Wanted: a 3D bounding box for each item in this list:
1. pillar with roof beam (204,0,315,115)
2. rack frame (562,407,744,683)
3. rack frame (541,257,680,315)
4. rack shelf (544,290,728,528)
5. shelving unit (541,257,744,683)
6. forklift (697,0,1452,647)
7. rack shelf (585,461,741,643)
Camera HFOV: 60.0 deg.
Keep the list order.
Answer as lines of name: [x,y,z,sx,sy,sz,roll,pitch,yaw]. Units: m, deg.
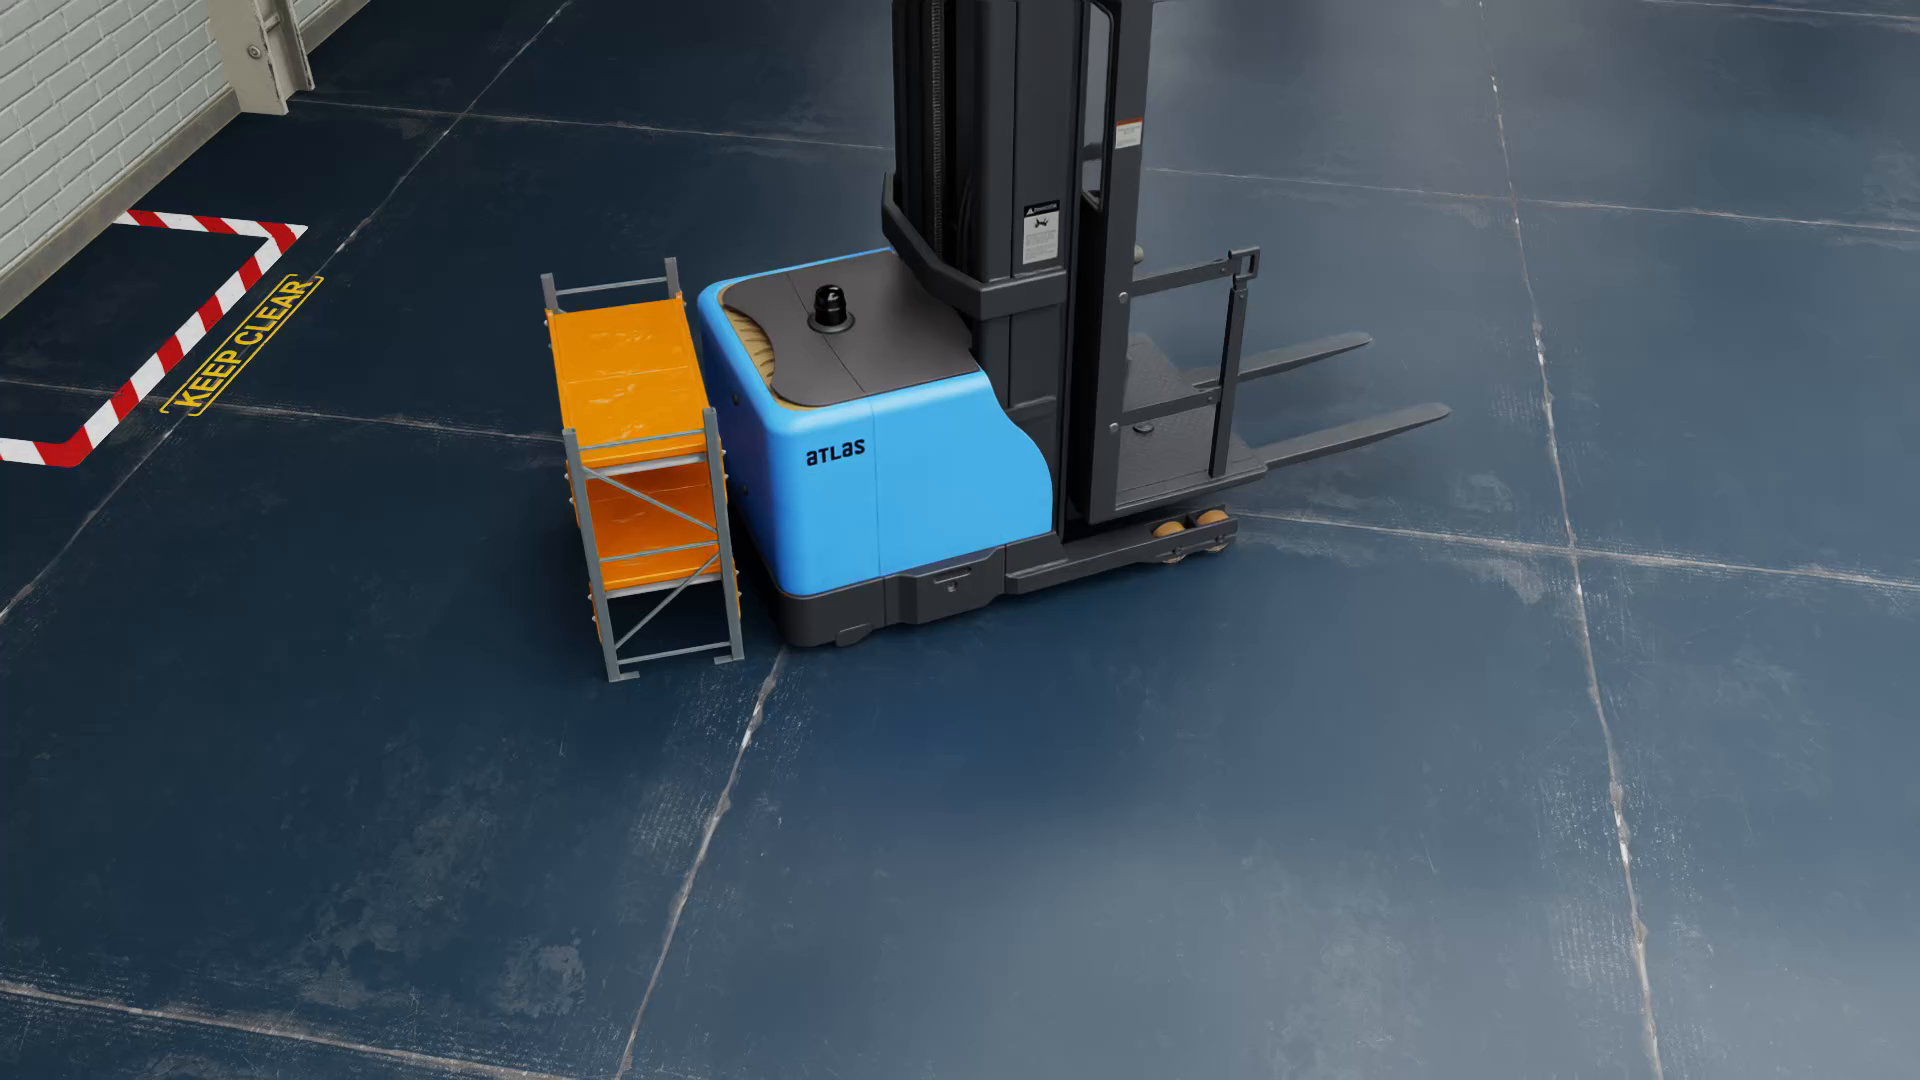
pillar with roof beam: [0.153,-5.631,6.498,9.100,9.000,0.400,6,40,8]
rack frame: [-1.052,0.042,5.816,0.500,1.125,0.032,-10,41,-11]
rack frame: [-1.313,-0.584,6.574,0.500,1.125,0.032,-10,41,-11]
rack shelf: [-1.182,-0.497,6.008,0.538,0.278,1.000,-10,41,-11]
shelving unit: [-1.182,-0.271,6.195,0.538,1.125,1.048,-10,41,-11]
forklift: [0.569,-1.334,6.063,3.031,2.935,1.130,-15,42,-17]
rack shelf: [-1.182,-0.083,6.351,0.538,0.278,1.000,-10,41,-11]
